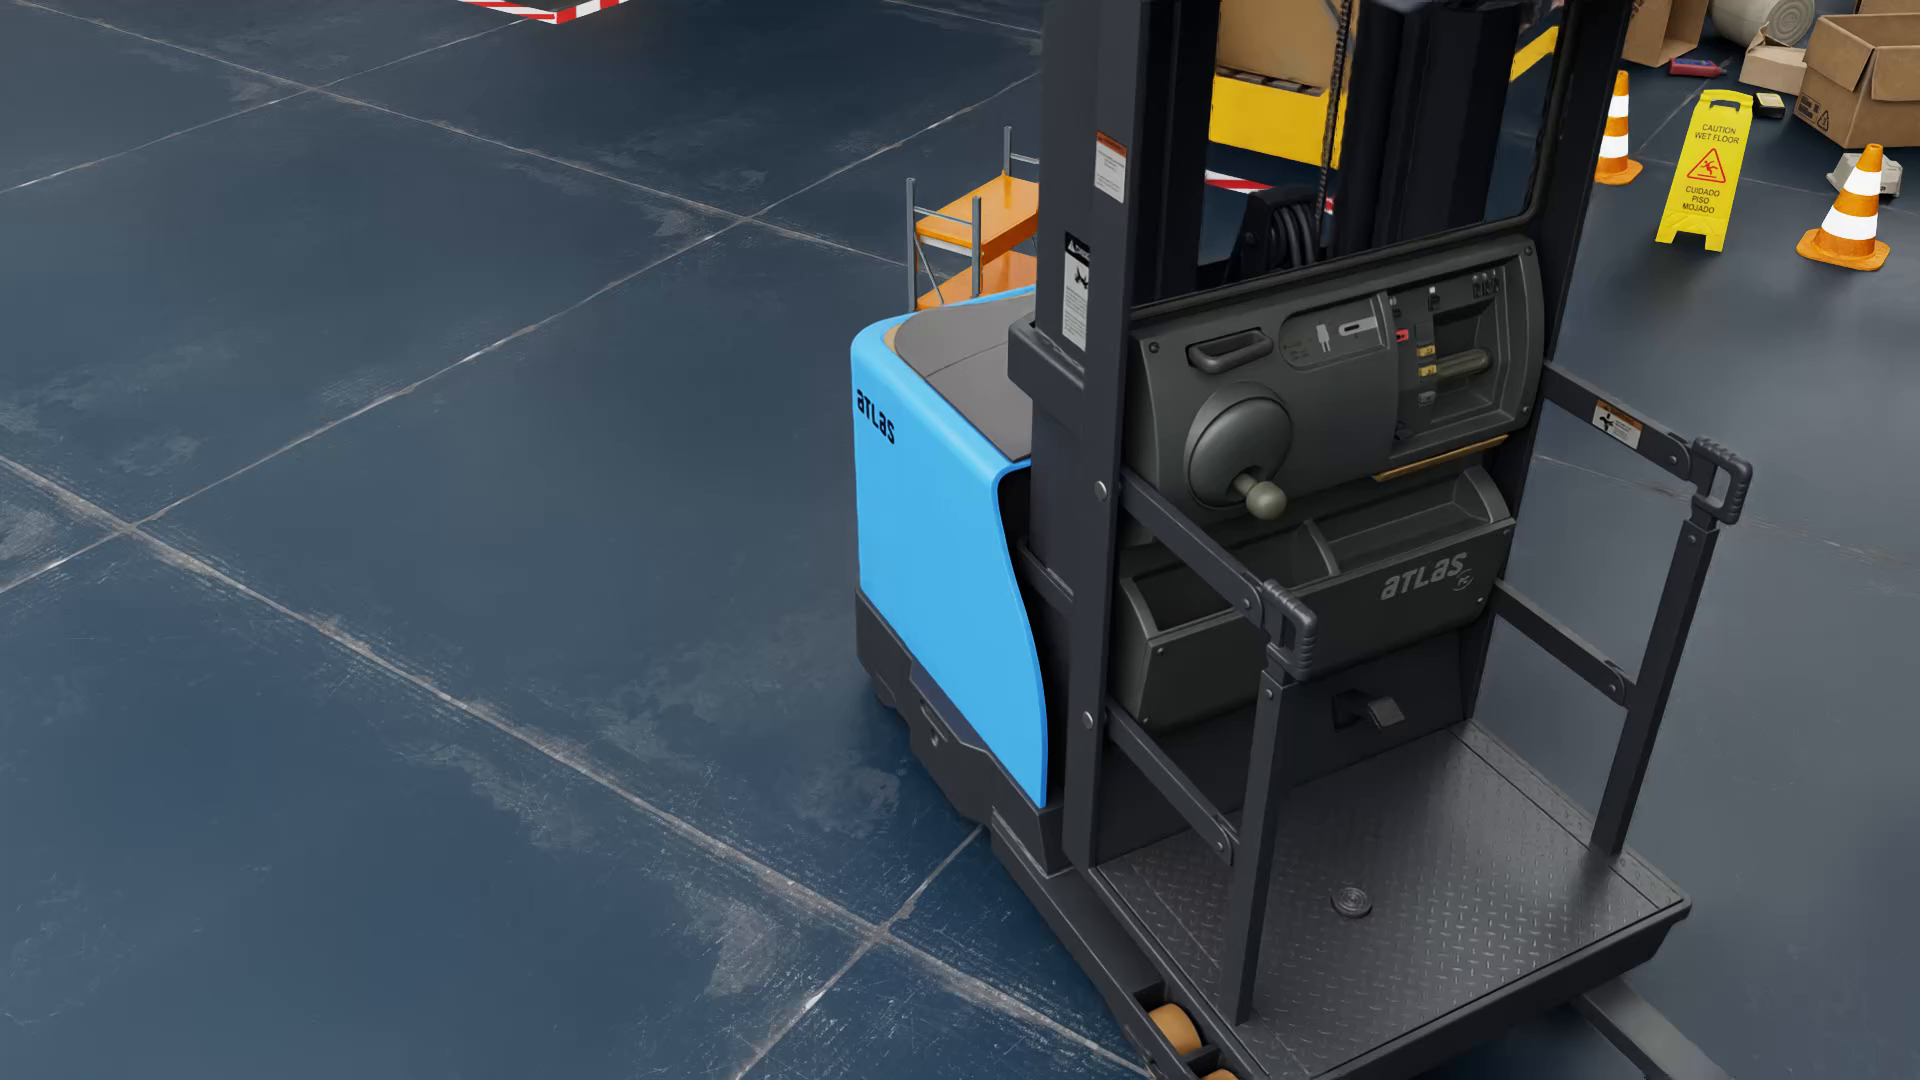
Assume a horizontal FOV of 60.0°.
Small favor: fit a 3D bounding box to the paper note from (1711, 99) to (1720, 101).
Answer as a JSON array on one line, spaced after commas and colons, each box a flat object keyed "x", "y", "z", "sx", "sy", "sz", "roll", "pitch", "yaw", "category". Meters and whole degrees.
[{"x": 3.927, "y": -2.289, "z": 8.626, "sx": 0.123, "sy": 0.001, "sz": 0.032, "roll": -15, "pitch": 37, "yaw": -21, "category": "paper note"}]

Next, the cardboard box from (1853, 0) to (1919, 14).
[{"x": 5.119, "y": -2.735, "z": 8.725, "sx": 0.797, "sy": 0.637, "sz": 0.503, "roll": 21, "pitch": 39, "yaw": 28, "category": "cardboard box"}]

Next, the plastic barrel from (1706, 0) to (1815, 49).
[{"x": 4.441, "y": -2.960, "z": 9.248, "sx": 0.421, "sy": 0.421, "sz": 0.512, "roll": -9, "pitch": 35, "yaw": -13, "category": "plastic barrel"}]

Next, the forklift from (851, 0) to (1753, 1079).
[{"x": 0.846, "y": -0.252, "z": 3.006, "sx": 1.130, "sy": 2.935, "sz": 3.031, "roll": -16, "pitch": 37, "yaw": -23, "category": "forklift"}]

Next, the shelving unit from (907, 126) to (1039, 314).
[{"x": 0.094, "y": -0.573, "z": 5.027, "sx": 0.258, "sy": 1.200, "sz": 0.503, "roll": 21, "pitch": 39, "yaw": 28, "category": "shelving unit"}]

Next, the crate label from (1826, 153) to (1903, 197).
[{"x": 4.148, "y": -1.667, "z": 7.593, "sx": 0.250, "sy": 0.136, "sz": 0.298, "roll": 3, "pitch": 34, "yaw": 4, "category": "crate label"}]

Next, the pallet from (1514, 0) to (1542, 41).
[{"x": 2.634, "y": -2.995, "z": 9.490, "sx": 1.003, "sy": 0.211, "sz": 1.213, "roll": 21, "pitch": 39, "yaw": 28, "category": "pallet"}]

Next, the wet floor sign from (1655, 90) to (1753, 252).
[{"x": 3.157, "y": -1.577, "z": 7.006, "sx": 0.267, "sy": 0.644, "sz": 0.232, "roll": 14, "pitch": 37, "yaw": 20, "category": "wet floor sign"}]

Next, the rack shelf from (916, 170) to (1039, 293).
[{"x": 0.094, "y": -0.899, "z": 4.806, "sx": 0.258, "sy": 0.148, "sz": 0.480, "roll": 21, "pitch": 39, "yaw": 28, "category": "rack shelf"}]

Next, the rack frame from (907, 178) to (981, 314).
[{"x": -0.045, "y": -0.461, "z": 4.860, "sx": 0.240, "sy": 1.200, "sz": 0.015, "roll": 21, "pitch": 39, "yaw": 28, "category": "rack frame"}]

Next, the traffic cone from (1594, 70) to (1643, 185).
[{"x": 3.016, "y": -1.938, "z": 7.703, "sx": 0.336, "sy": 0.463, "sz": 0.334, "roll": 21, "pitch": 39, "yaw": 28, "category": "traffic cone"}]

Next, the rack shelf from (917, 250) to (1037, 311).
[{"x": 0.094, "y": -0.703, "z": 4.939, "sx": 0.258, "sy": 0.148, "sz": 0.480, "roll": 21, "pitch": 39, "yaw": 28, "category": "rack shelf"}]

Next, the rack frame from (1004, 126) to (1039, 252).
[{"x": 0.234, "y": -0.685, "z": 5.193, "sx": 0.240, "sy": 1.200, "sz": 0.015, "roll": 21, "pitch": 39, "yaw": 28, "category": "rack frame"}]

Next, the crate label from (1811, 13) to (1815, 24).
[{"x": 4.762, "y": -3.033, "z": 9.613, "sx": 0.298, "sy": 0.136, "sz": 0.250, "roll": -3, "pitch": 34, "yaw": -4, "category": "crate label"}]

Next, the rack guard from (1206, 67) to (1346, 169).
[{"x": 1.533, "y": -2.151, "z": 7.985, "sx": 1.175, "sy": 0.500, "sz": 0.348, "roll": 21, "pitch": 39, "yaw": 28, "category": "rack guard"}]

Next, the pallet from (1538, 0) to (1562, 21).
[{"x": 3.329, "y": -3.559, "z": 10.324, "sx": 1.003, "sy": 0.211, "sz": 1.213, "roll": 21, "pitch": 39, "yaw": 28, "category": "pallet"}]

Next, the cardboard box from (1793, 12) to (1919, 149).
[{"x": 4.592, "y": -2.246, "z": 8.122, "sx": 0.797, "sy": 0.503, "sz": 0.637, "roll": -3, "pitch": 34, "yaw": -4, "category": "cardboard box"}]

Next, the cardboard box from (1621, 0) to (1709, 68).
[{"x": 3.785, "y": -2.962, "z": 9.182, "sx": 0.500, "sy": 0.500, "sz": 0.500, "roll": 29, "pitch": 44, "yaw": 36, "category": "cardboard box"}]

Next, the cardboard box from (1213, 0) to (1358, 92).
[{"x": 1.879, "y": -2.825, "z": 8.271, "sx": 0.875, "sy": 0.875, "sz": 0.875, "roll": 21, "pitch": 40, "yaw": 28, "category": "cardboard box"}]

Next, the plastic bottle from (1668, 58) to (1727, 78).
[{"x": 3.970, "y": -2.538, "z": 8.949, "sx": 0.283, "sy": 0.061, "sz": 0.133, "roll": 8, "pitch": 35, "yaw": 12, "category": "plastic bottle"}]

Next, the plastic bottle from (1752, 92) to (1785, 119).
[{"x": 4.122, "y": -2.230, "z": 8.493, "sx": 0.133, "sy": 0.061, "sz": 0.283, "roll": 8, "pitch": 35, "yaw": 12, "category": "plastic bottle"}]

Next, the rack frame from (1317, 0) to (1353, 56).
[{"x": 1.547, "y": -3.198, "z": 7.301, "sx": 1.000, "sy": 3.000, "sz": 0.127, "roll": 21, "pitch": 39, "yaw": 28, "category": "rack frame"}]

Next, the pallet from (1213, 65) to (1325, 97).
[{"x": 1.938, "y": -2.436, "z": 8.663, "sx": 1.003, "sy": 0.211, "sz": 1.213, "roll": 21, "pitch": 39, "yaw": 28, "category": "pallet"}]

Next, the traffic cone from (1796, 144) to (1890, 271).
[{"x": 3.750, "y": -1.421, "z": 6.937, "sx": 0.336, "sy": 0.463, "sz": 0.334, "roll": 21, "pitch": 39, "yaw": 28, "category": "traffic cone"}]

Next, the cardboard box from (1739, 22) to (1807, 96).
[{"x": 4.360, "y": -2.527, "z": 8.750, "sx": 0.396, "sy": 0.266, "sz": 0.258, "roll": 29, "pitch": 44, "yaw": 36, "category": "cardboard box"}]
